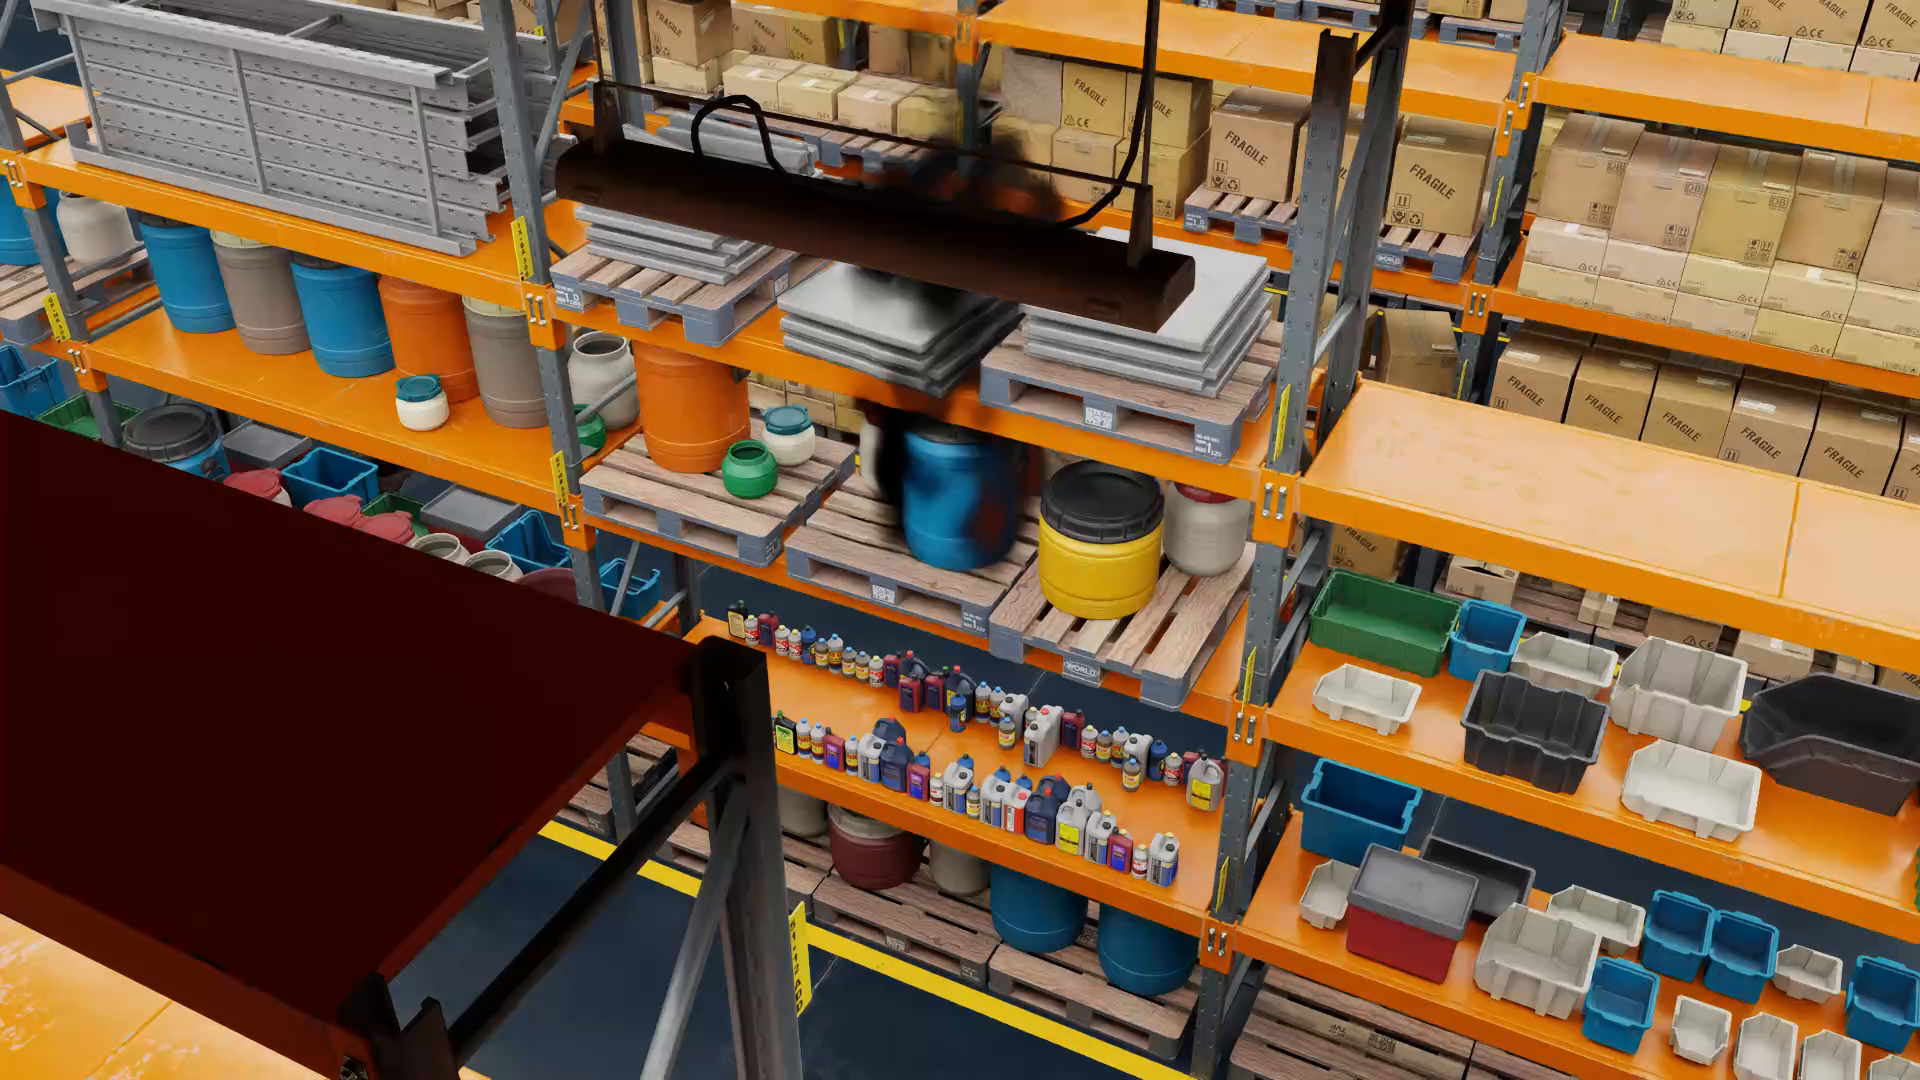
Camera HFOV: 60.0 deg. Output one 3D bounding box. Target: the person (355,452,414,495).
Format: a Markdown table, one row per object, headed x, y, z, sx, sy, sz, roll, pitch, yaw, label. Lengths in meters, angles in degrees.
| x | y | z | sx | sy | sz | roll | pitch | yaw | label |
| --- | --- | --- | --- | --- | --- | --- | --- | --- | --- |
| -4.522 | -0.590 | 13.245 | 0.766 | 1.687 | 0.668 | 14 | 37 | 19 | person |

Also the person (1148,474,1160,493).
| x | y | z | sx | sy | sz | roll | pitch | yaw | label |
| --- | --- | --- | --- | --- | --- | --- | --- | --- | --- |
| 1.236 | 0.150 | 11.940 | 0.536 | 1.434 | 0.560 | 14 | 38 | 19 | person |
